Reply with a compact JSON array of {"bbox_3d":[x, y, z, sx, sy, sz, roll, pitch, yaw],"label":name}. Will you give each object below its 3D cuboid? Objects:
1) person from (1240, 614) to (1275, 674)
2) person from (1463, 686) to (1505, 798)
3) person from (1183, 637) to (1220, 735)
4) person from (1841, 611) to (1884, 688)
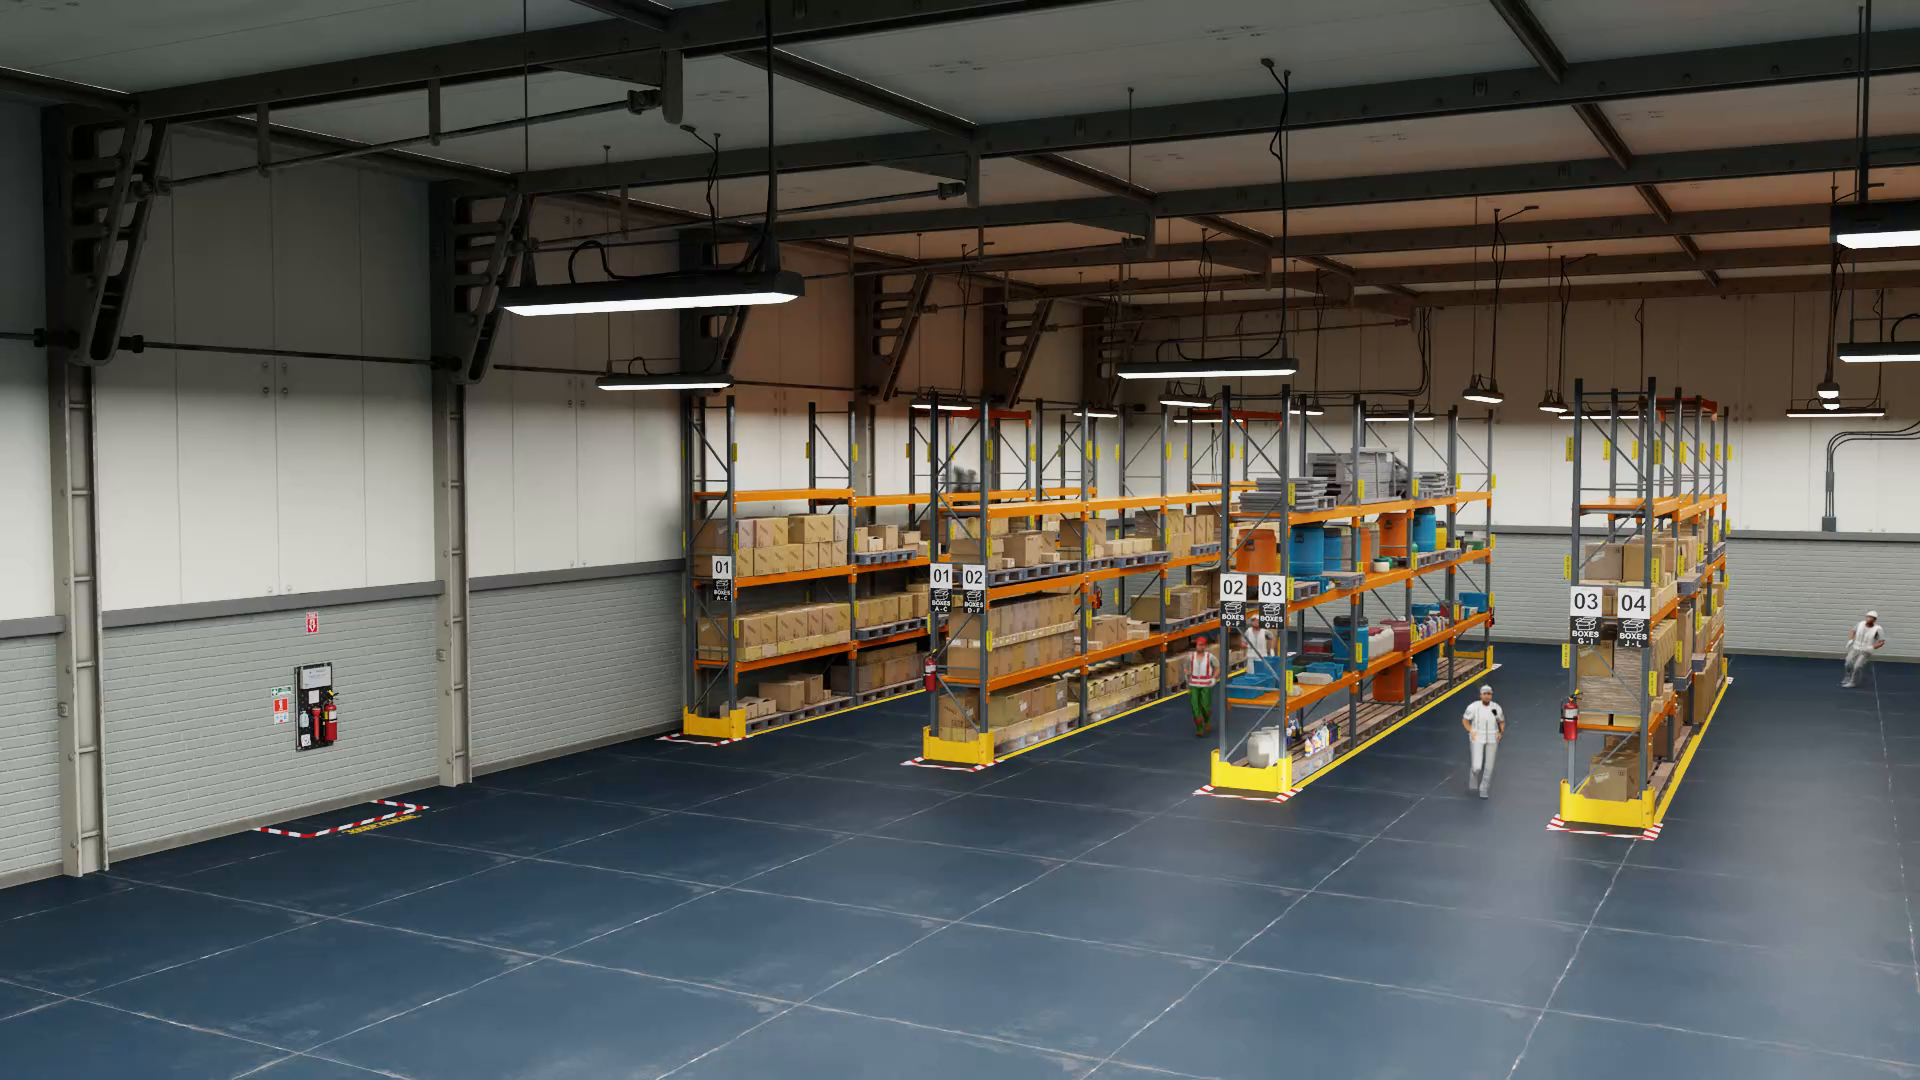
[{"bbox_3d":[5.880,2.342,32.946,0.645,1.746,0.734,1,3,20],"label":"person"},{"bbox_3d":[7.614,2.926,24.132,0.588,1.610,0.543,0,3,8],"label":"person"},{"bbox_3d":[4.228,2.584,29.257,0.648,1.740,0.559,1,3,19],"label":"person"},{"bbox_3d":[18.990,2.309,35.048,0.556,1.660,0.879,-3,4,-41],"label":"person"}]
